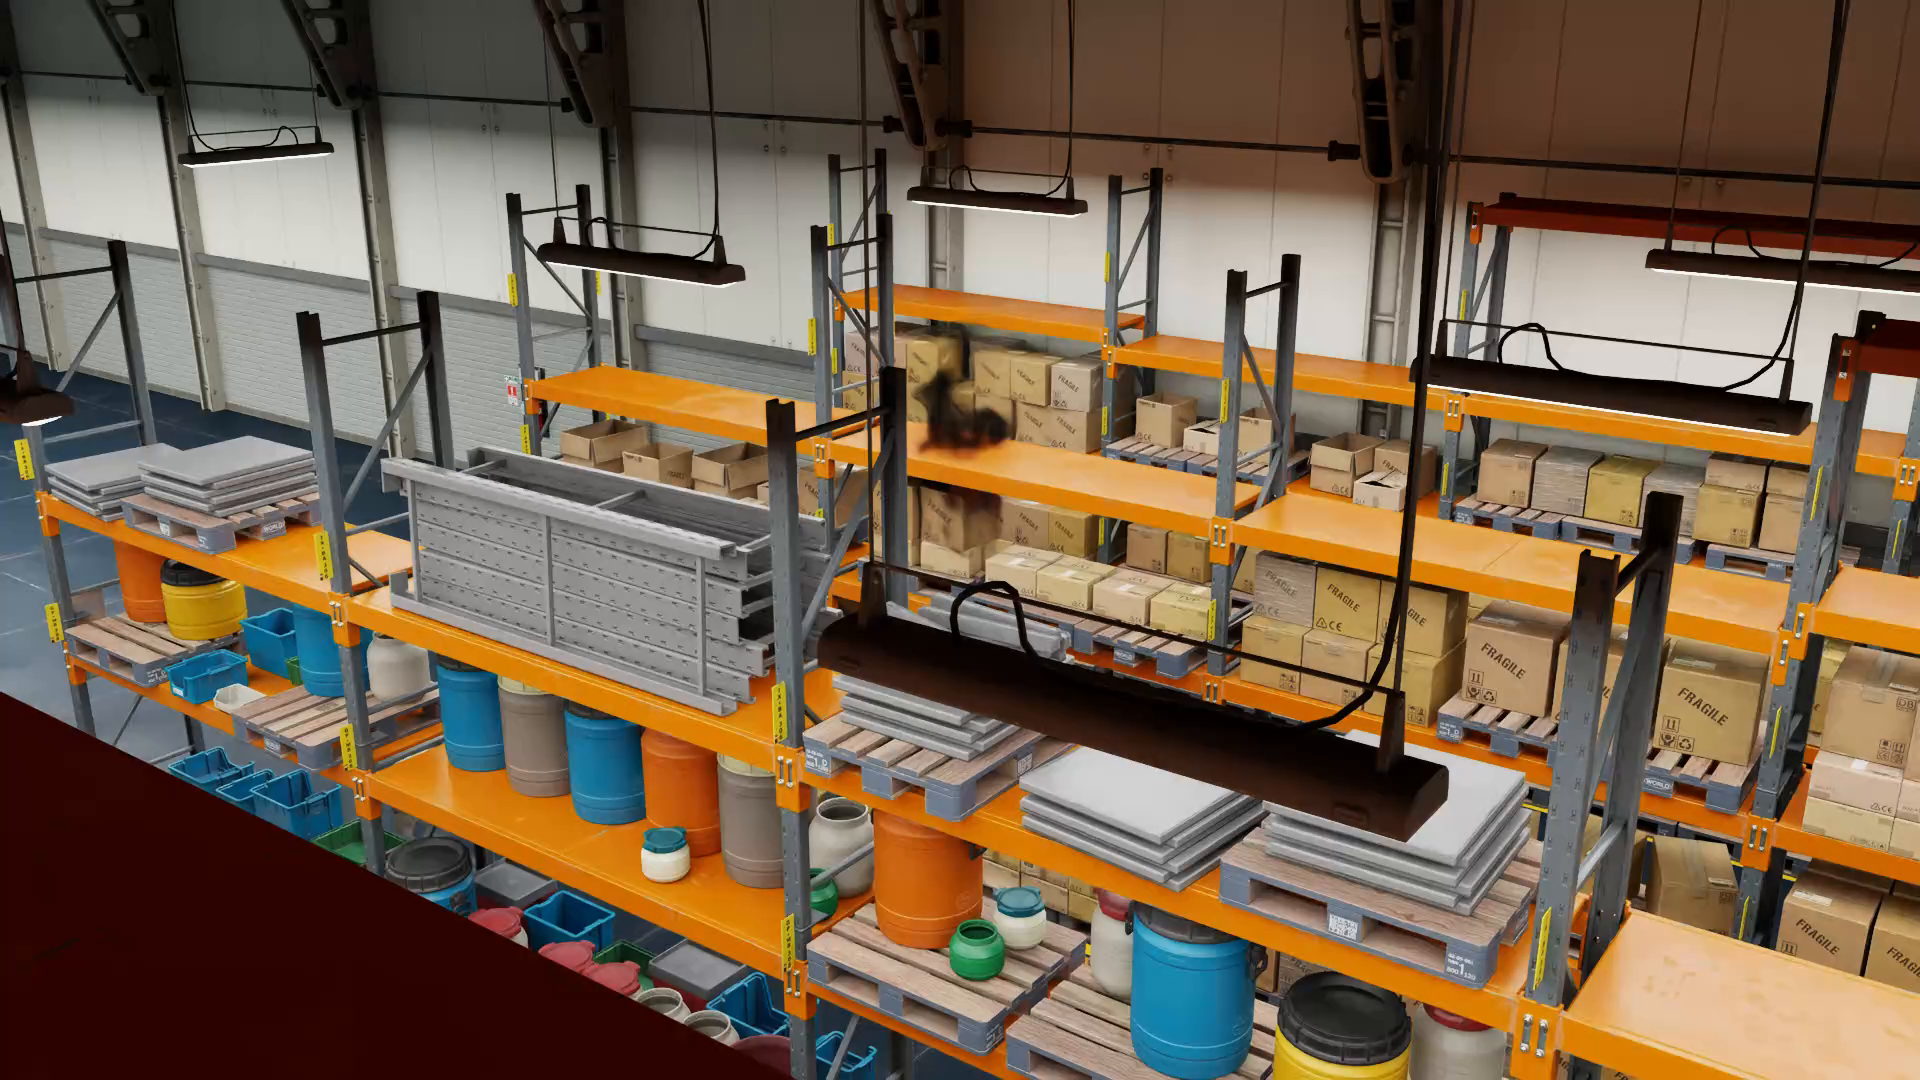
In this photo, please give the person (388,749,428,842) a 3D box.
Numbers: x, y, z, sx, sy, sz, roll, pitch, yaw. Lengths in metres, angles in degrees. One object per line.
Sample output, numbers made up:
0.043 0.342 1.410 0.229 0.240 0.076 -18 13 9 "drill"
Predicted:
-4.989 2.442 15.205 0.748 1.655 0.625 9 21 25 "person"
